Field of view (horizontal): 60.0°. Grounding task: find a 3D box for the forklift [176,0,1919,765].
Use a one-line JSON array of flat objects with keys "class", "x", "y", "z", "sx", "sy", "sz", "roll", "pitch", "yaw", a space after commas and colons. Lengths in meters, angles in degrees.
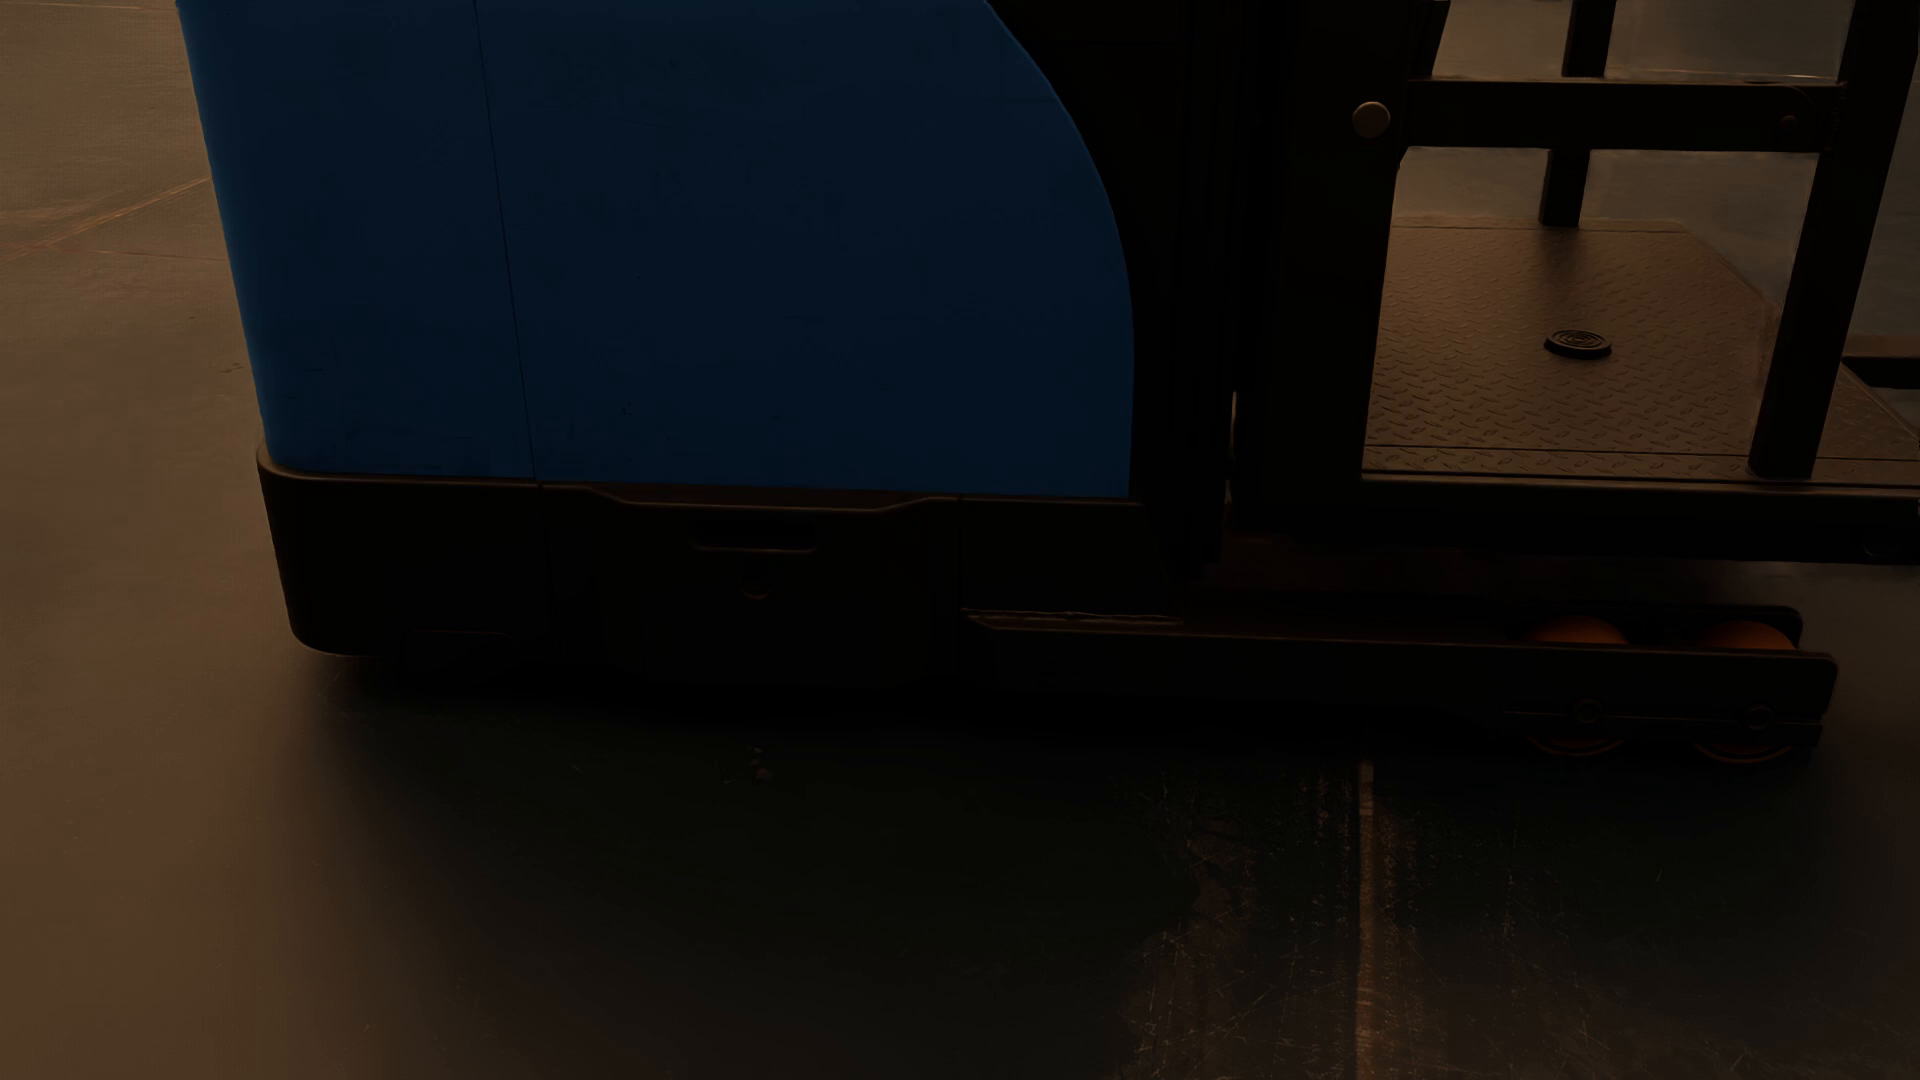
[{"class": "forklift", "x": 0.681, "y": -1.292, "z": 1.807, "sx": 3.031, "sy": 2.935, "sz": 1.130, "roll": 2, "pitch": 27, "yaw": 4}]
